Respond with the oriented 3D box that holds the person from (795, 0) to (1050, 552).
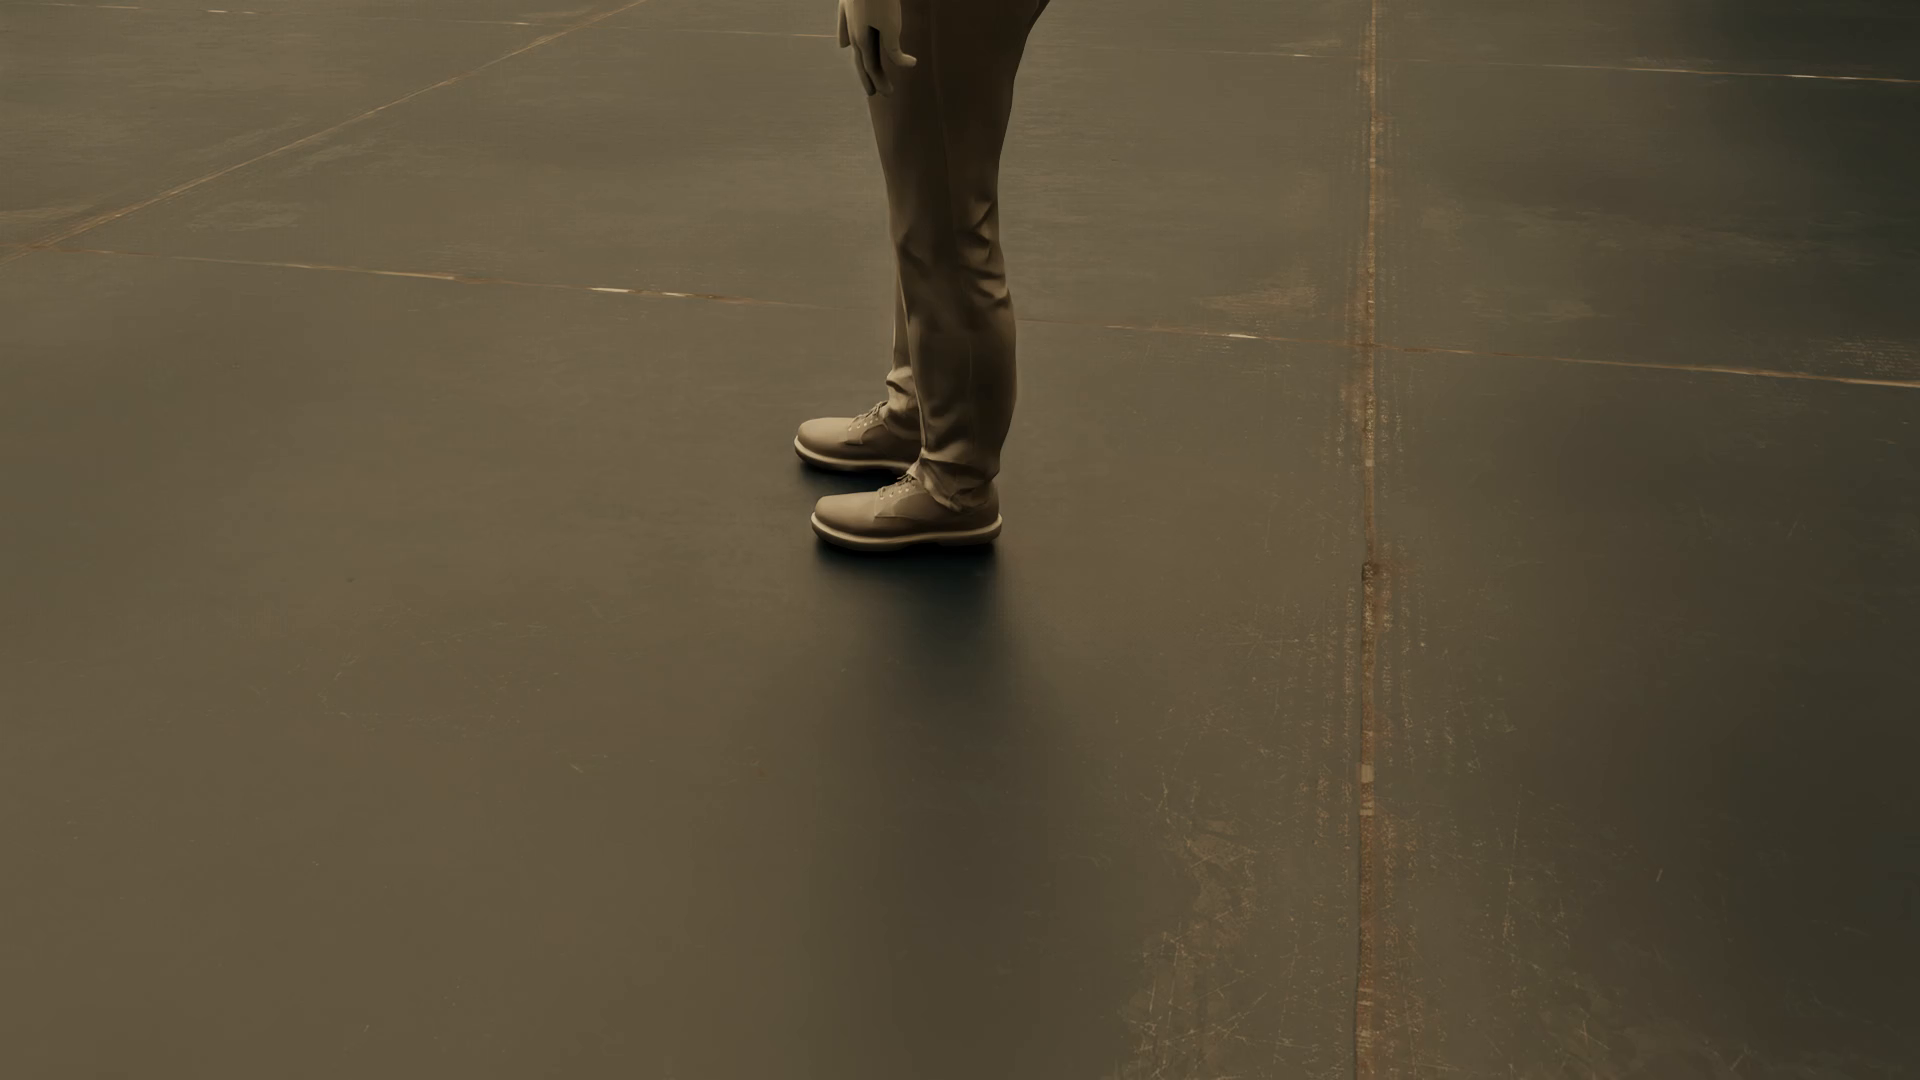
[{"bbox_3d":[-0.065,-0.773,2.134,0.531,1.695,0.588,6,27,11],"label":"person"}]
